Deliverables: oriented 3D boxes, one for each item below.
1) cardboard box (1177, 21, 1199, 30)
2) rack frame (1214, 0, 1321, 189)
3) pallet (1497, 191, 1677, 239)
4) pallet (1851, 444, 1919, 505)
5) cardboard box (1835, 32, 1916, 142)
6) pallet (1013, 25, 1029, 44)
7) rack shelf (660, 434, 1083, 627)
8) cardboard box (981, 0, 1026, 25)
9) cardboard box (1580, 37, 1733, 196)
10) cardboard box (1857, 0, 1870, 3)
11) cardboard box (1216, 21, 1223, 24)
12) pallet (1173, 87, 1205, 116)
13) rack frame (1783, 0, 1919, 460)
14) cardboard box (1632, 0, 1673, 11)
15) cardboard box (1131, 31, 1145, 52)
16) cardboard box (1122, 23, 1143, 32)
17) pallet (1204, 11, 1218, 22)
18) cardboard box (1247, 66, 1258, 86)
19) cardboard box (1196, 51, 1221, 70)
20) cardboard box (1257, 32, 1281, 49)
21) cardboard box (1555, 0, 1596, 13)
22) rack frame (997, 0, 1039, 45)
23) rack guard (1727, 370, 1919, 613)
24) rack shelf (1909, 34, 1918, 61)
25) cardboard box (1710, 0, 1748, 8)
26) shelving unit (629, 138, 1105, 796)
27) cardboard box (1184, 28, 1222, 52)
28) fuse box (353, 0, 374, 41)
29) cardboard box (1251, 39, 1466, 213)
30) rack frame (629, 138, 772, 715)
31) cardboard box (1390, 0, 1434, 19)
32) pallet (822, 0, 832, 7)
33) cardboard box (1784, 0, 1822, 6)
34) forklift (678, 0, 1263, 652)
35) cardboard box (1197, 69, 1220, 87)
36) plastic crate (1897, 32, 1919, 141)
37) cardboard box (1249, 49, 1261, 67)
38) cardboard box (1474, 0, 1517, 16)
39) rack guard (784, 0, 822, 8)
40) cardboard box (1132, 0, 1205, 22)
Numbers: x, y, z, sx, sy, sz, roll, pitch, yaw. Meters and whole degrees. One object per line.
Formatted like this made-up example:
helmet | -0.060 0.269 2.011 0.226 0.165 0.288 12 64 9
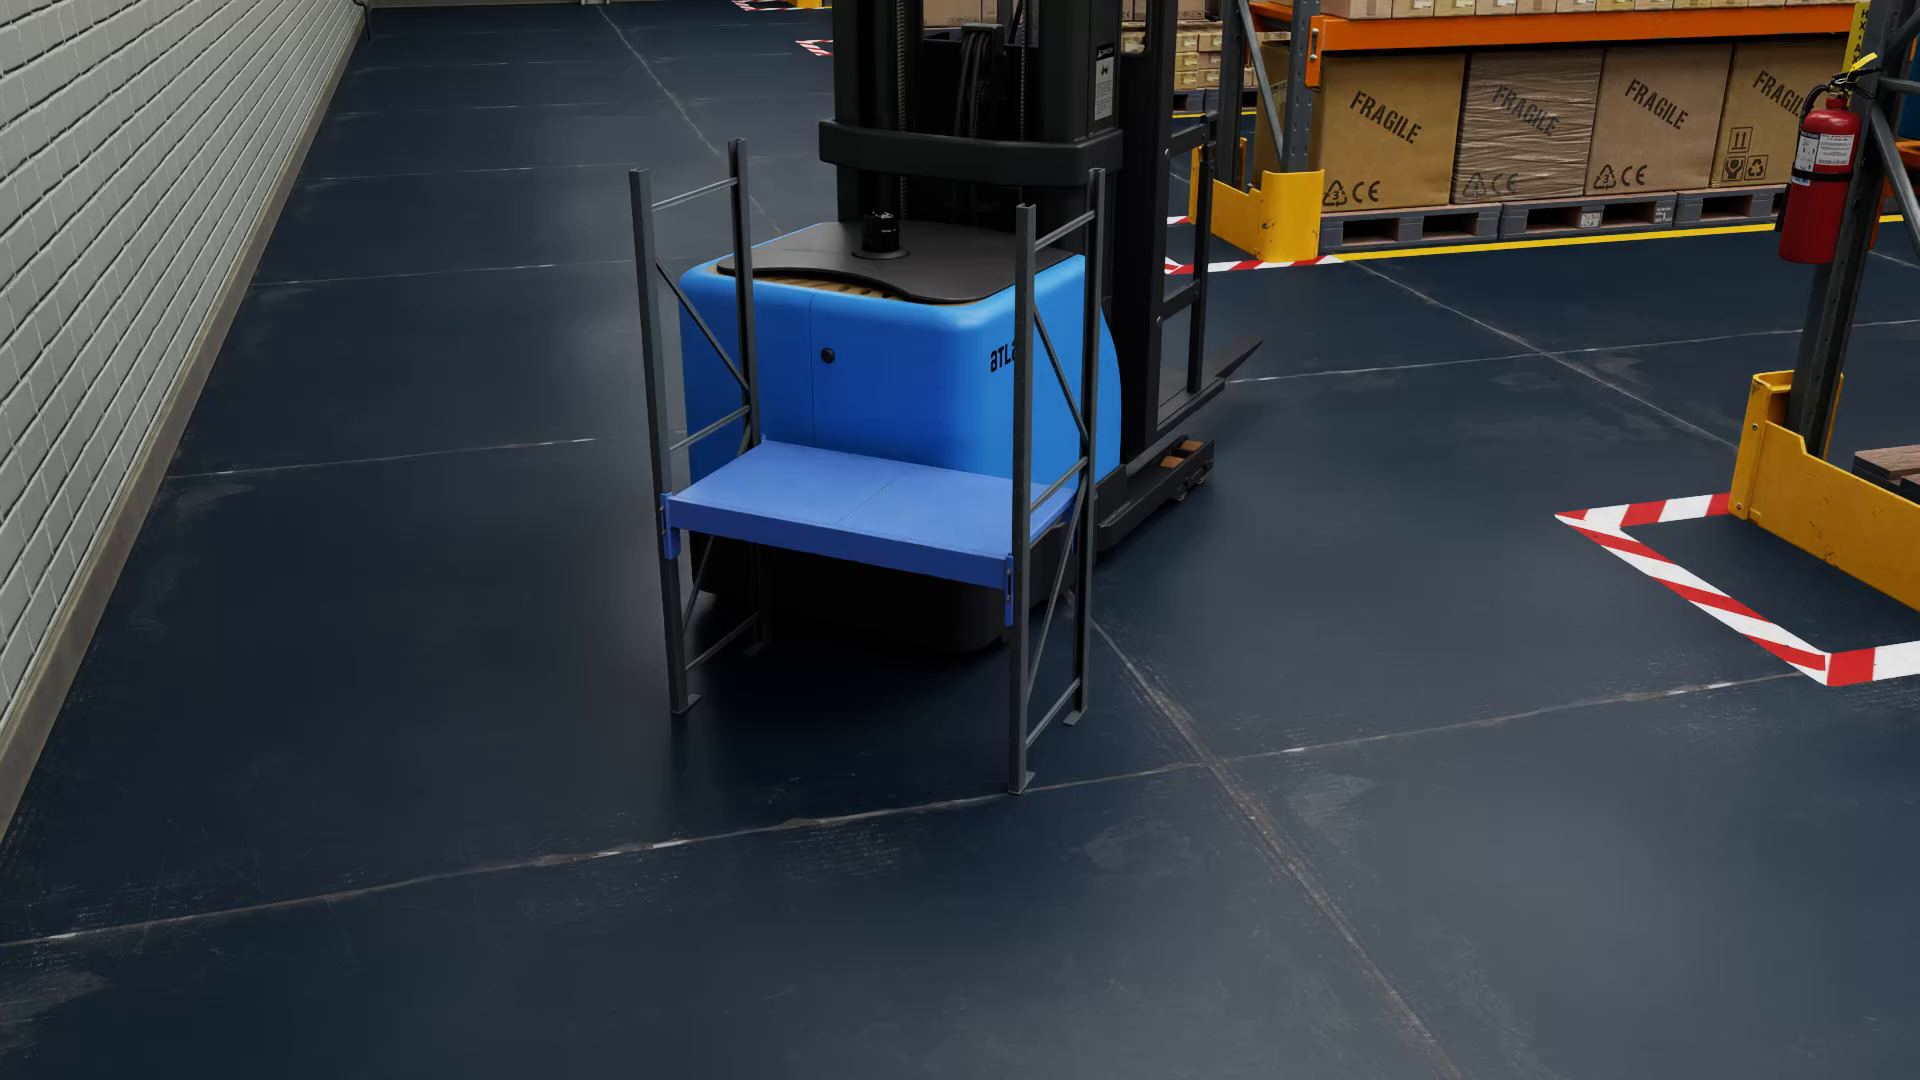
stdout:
cardboard box | 1.938 -4.518 14.805 0.250 0.149 0.380 -5 24 -12
rack frame | 1.757 -3.182 9.361 0.127 3.000 1.000 -6 24 -14
pallet | 3.678 -2.144 10.478 1.213 0.211 1.003 -6 24 -14
pallet | 3.899 -0.093 5.699 1.213 0.211 1.003 -6 24 -14
cardboard box | 6.219 -2.900 10.867 0.875 0.875 1.225 -6 24 -14
pallet | 1.001 -5.906 19.246 1.213 0.211 1.003 -6 24 -14
rack shelf | -0.224 -0.046 4.412 1.000 0.185 0.538 10 25 22
cardboard box | 0.567 -6.168 19.039 0.875 0.438 0.875 -6 24 -13
cardboard box | 4.085 -2.688 10.373 0.875 0.875 0.875 -6 24 -14
cardboard box | 5.403 -3.335 10.038 0.250 0.149 0.380 -6 24 -14
cardboard box | 2.466 -4.543 14.862 0.250 0.149 0.380 -6 24 -14
pallet | 1.379 -3.875 14.514 1.213 0.211 1.003 -6 24 -14
rack frame | 3.095 -1.301 4.978 0.127 3.000 1.000 -6 24 -14
cardboard box | 3.920 -3.172 9.656 0.250 0.149 0.380 -6 24 -14
cardboard box | 1.621 -4.212 14.090 0.250 0.149 0.380 -6 24 -15
cardboard box | 1.428 -4.465 14.681 0.250 0.149 0.380 -7 24 -16
pallet | 3.654 -6.199 19.930 1.213 0.211 1.003 -6 24 -14
cardboard box | 2.591 -4.062 14.497 0.250 0.149 0.380 -6 24 -14
cardboard box | 2.085 -4.171 14.373 0.250 0.149 0.380 -7 24 -17
cardboard box | 2.589 -4.369 14.457 0.250 0.149 0.380 -6 24 -14
cardboard box | 3.425 -3.117 9.528 0.250 0.149 0.380 -7 24 -15
rack frame | 0.514 -5.075 13.775 0.127 3.000 1.000 -6 24 -14
rack guard | 3.075 -0.145 5.454 0.348 0.500 1.175 -6 24 -14
rack shelf | 7.534 -3.490 10.992 4.000 0.370 1.077 -6 24 -14
cardboard box | 4.412 -3.226 9.782 0.250 0.149 0.380 -6 24 -13
shelving unit | -0.224 -0.212 4.341 1.048 1.500 0.538 10 25 22
cardboard box | 2.107 -4.296 14.285 0.250 0.149 0.380 -5 24 -12
fuse box | -6.770 -6.556 18.858 0.414 1.711 0.539 -6 24 -14
cardboard box | 2.351 -2.497 9.927 0.875 0.875 0.875 -6 24 -14
rack frame | -0.688 -0.294 4.534 0.032 1.500 0.500 10 25 22
cardboard box | 2.434 -3.007 9.271 0.250 0.149 0.380 -7 24 -15
pallet | -1.424 -7.640 23.288 1.213 0.211 1.003 -6 24 -14
cardboard box | 4.908 -3.281 9.910 0.250 0.149 0.380 -7 24 -15
forklift | 0.299 -1.564 5.677 1.130 2.935 3.031 12 26 26
cardboard box | 2.068 -4.030 14.420 0.250 0.149 0.380 -6 24 -14
plastic crate | 3.367 -1.452 5.208 0.499 0.435 0.616 -6 24 -14
cardboard box | 2.598 -4.241 14.535 0.250 0.149 0.380 -5 24 -12
cardboard box | 2.932 -3.062 9.401 0.250 0.149 0.380 -7 24 -15
rack guard | -2.191 -7.687 23.032 0.348 0.500 1.175 -6 24 -14
cardboard box | 2.298 -6.359 19.484 0.875 0.438 0.875 -7 24 -15
